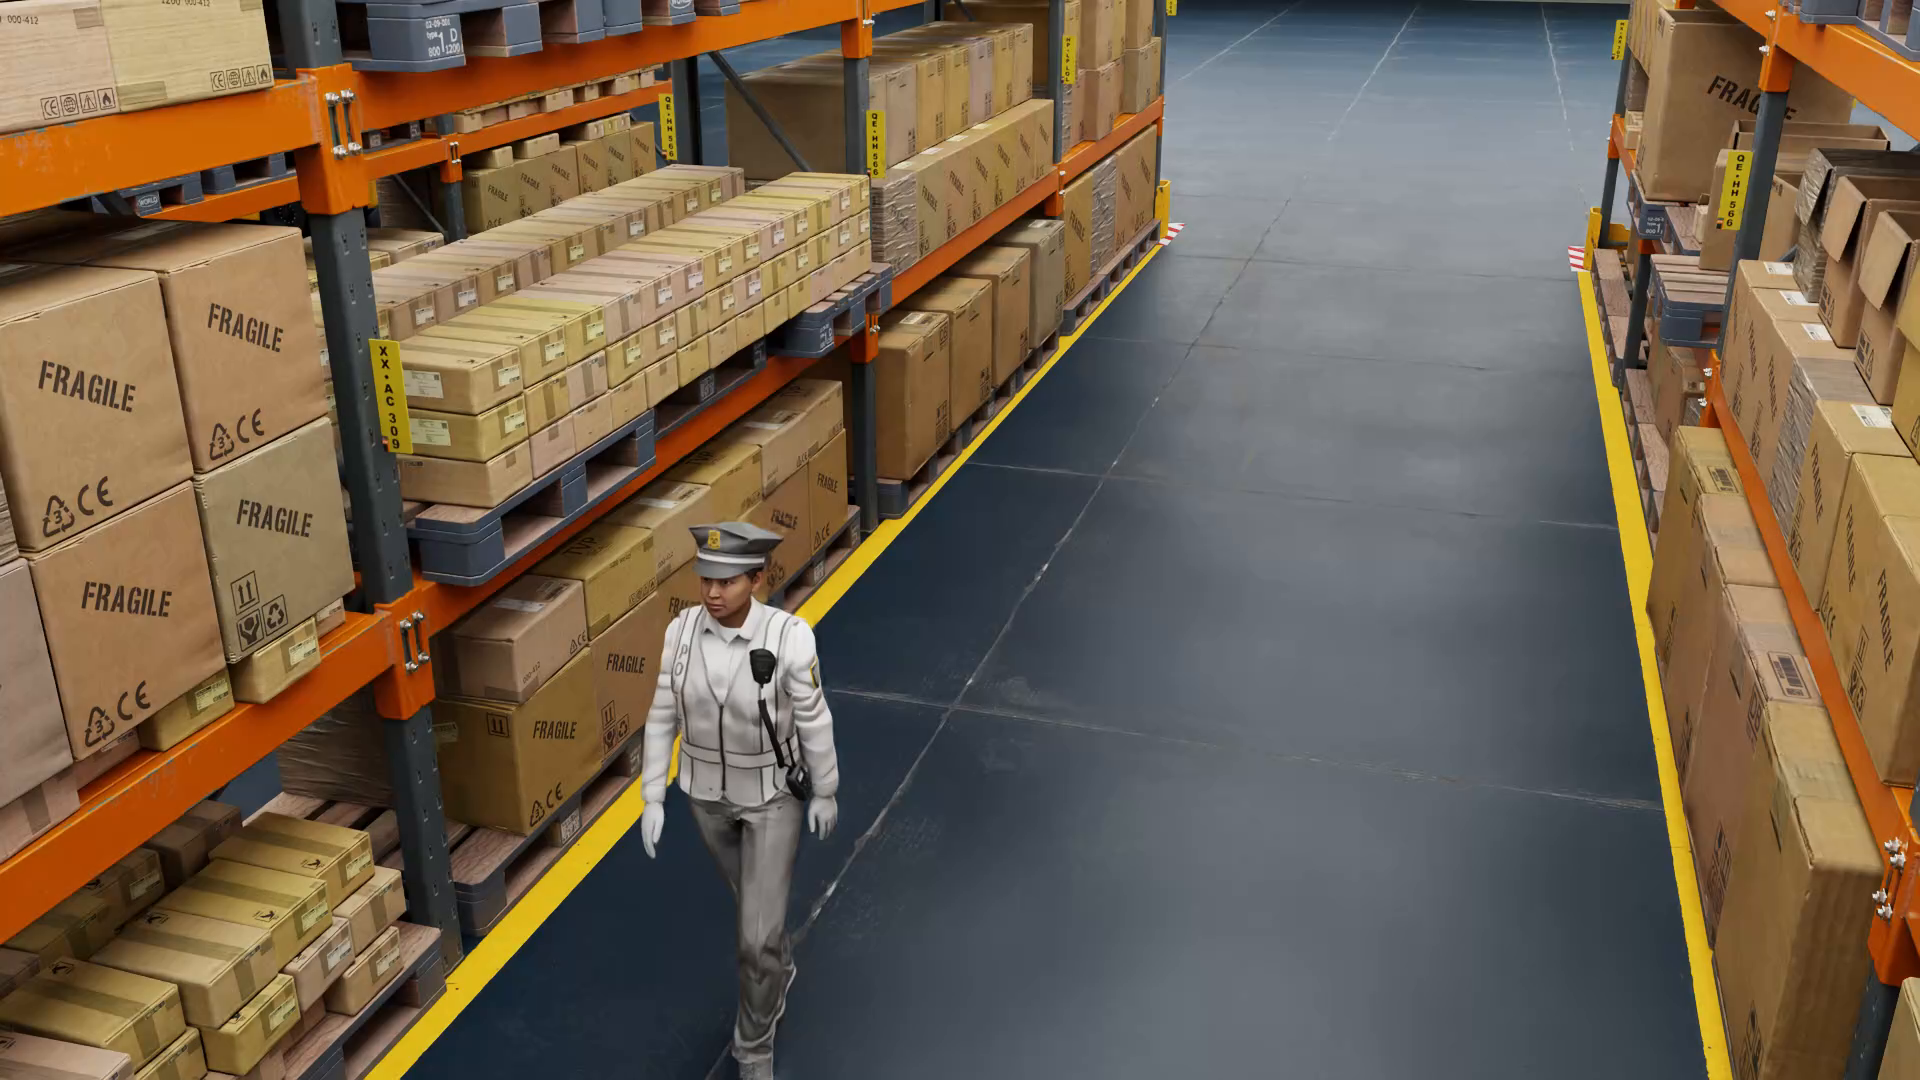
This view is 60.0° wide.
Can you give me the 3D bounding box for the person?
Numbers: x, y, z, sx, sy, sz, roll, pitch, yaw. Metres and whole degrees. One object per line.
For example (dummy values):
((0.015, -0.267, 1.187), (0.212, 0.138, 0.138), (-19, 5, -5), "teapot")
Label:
((-0.667, 0.781, 4.619), (0.523, 1.683, 0.844), (6, 23, 15), "person")
